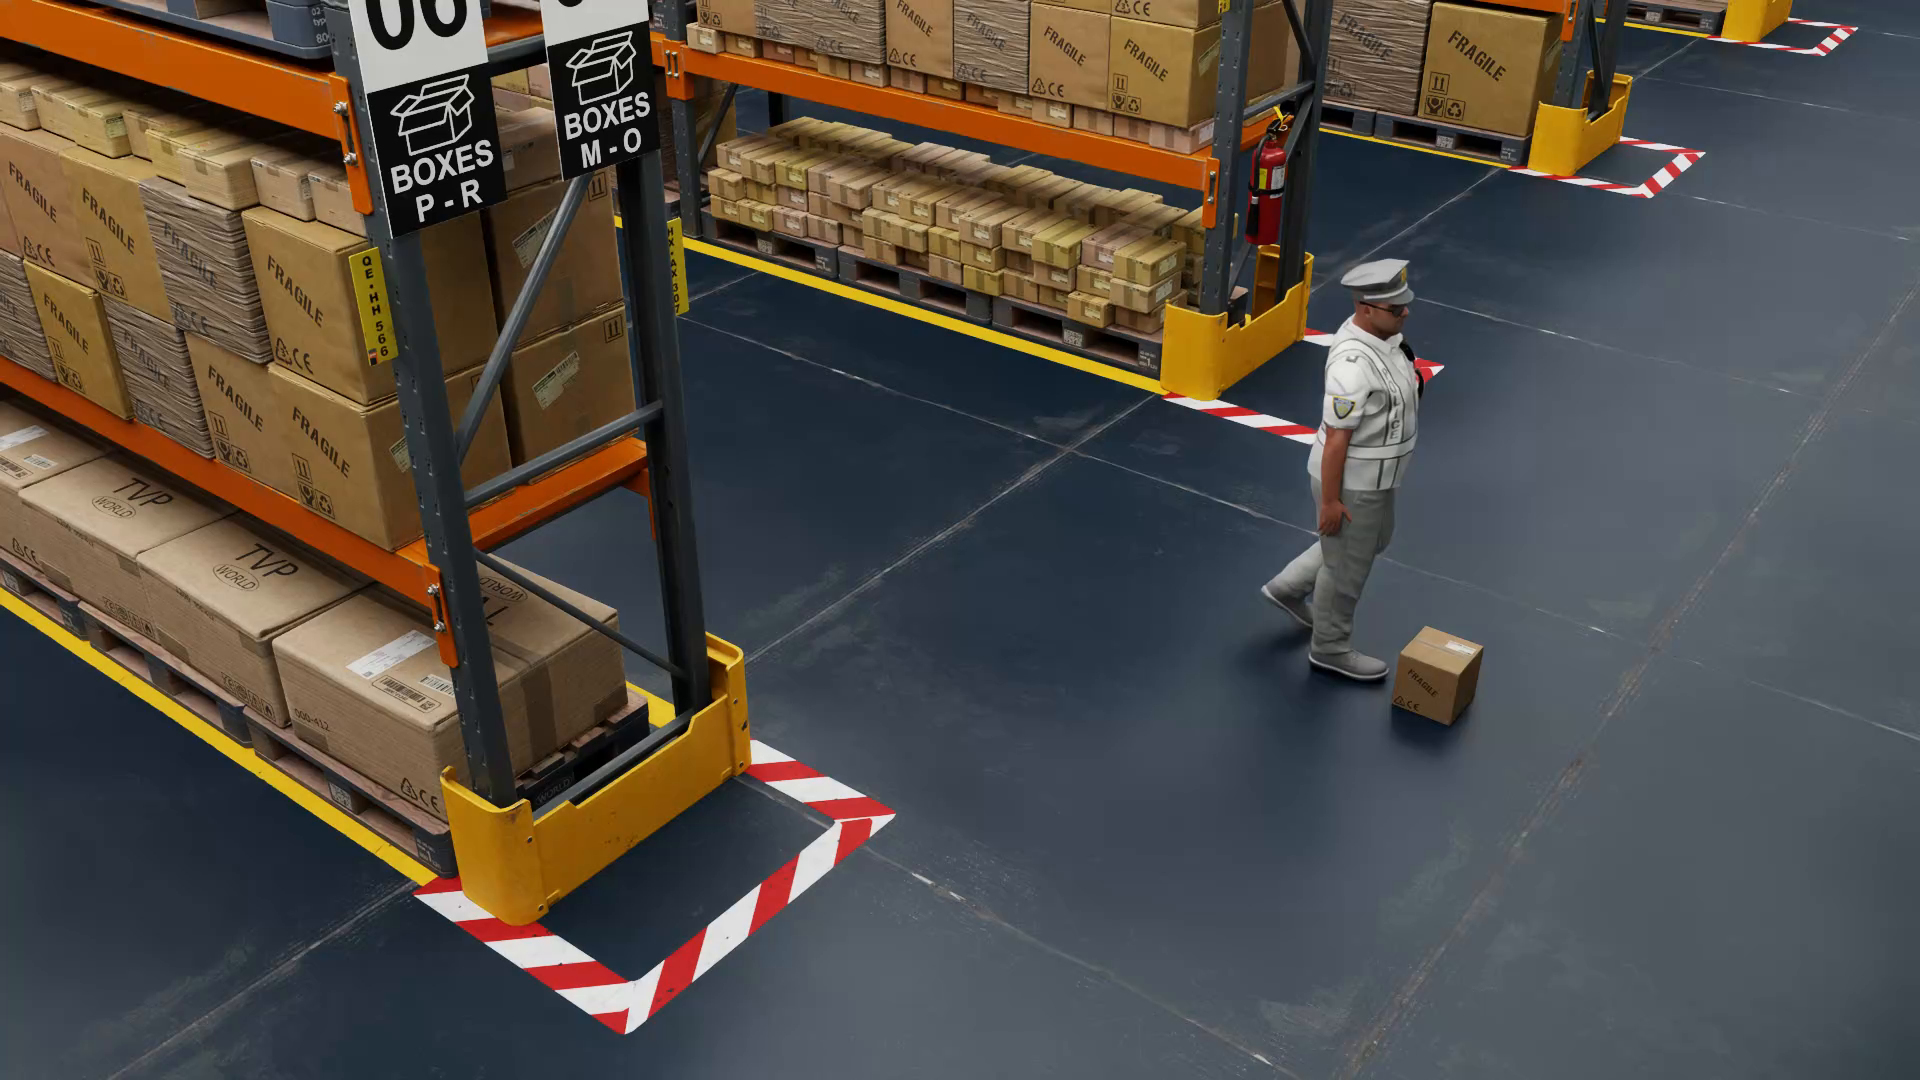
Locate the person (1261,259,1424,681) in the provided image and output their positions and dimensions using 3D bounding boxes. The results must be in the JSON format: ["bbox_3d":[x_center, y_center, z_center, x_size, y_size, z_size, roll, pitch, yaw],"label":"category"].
[{"bbox_3d":[1.521,-0.283,6.561,0.585,1.767,0.561,11,33,18],"label":"person"}]
